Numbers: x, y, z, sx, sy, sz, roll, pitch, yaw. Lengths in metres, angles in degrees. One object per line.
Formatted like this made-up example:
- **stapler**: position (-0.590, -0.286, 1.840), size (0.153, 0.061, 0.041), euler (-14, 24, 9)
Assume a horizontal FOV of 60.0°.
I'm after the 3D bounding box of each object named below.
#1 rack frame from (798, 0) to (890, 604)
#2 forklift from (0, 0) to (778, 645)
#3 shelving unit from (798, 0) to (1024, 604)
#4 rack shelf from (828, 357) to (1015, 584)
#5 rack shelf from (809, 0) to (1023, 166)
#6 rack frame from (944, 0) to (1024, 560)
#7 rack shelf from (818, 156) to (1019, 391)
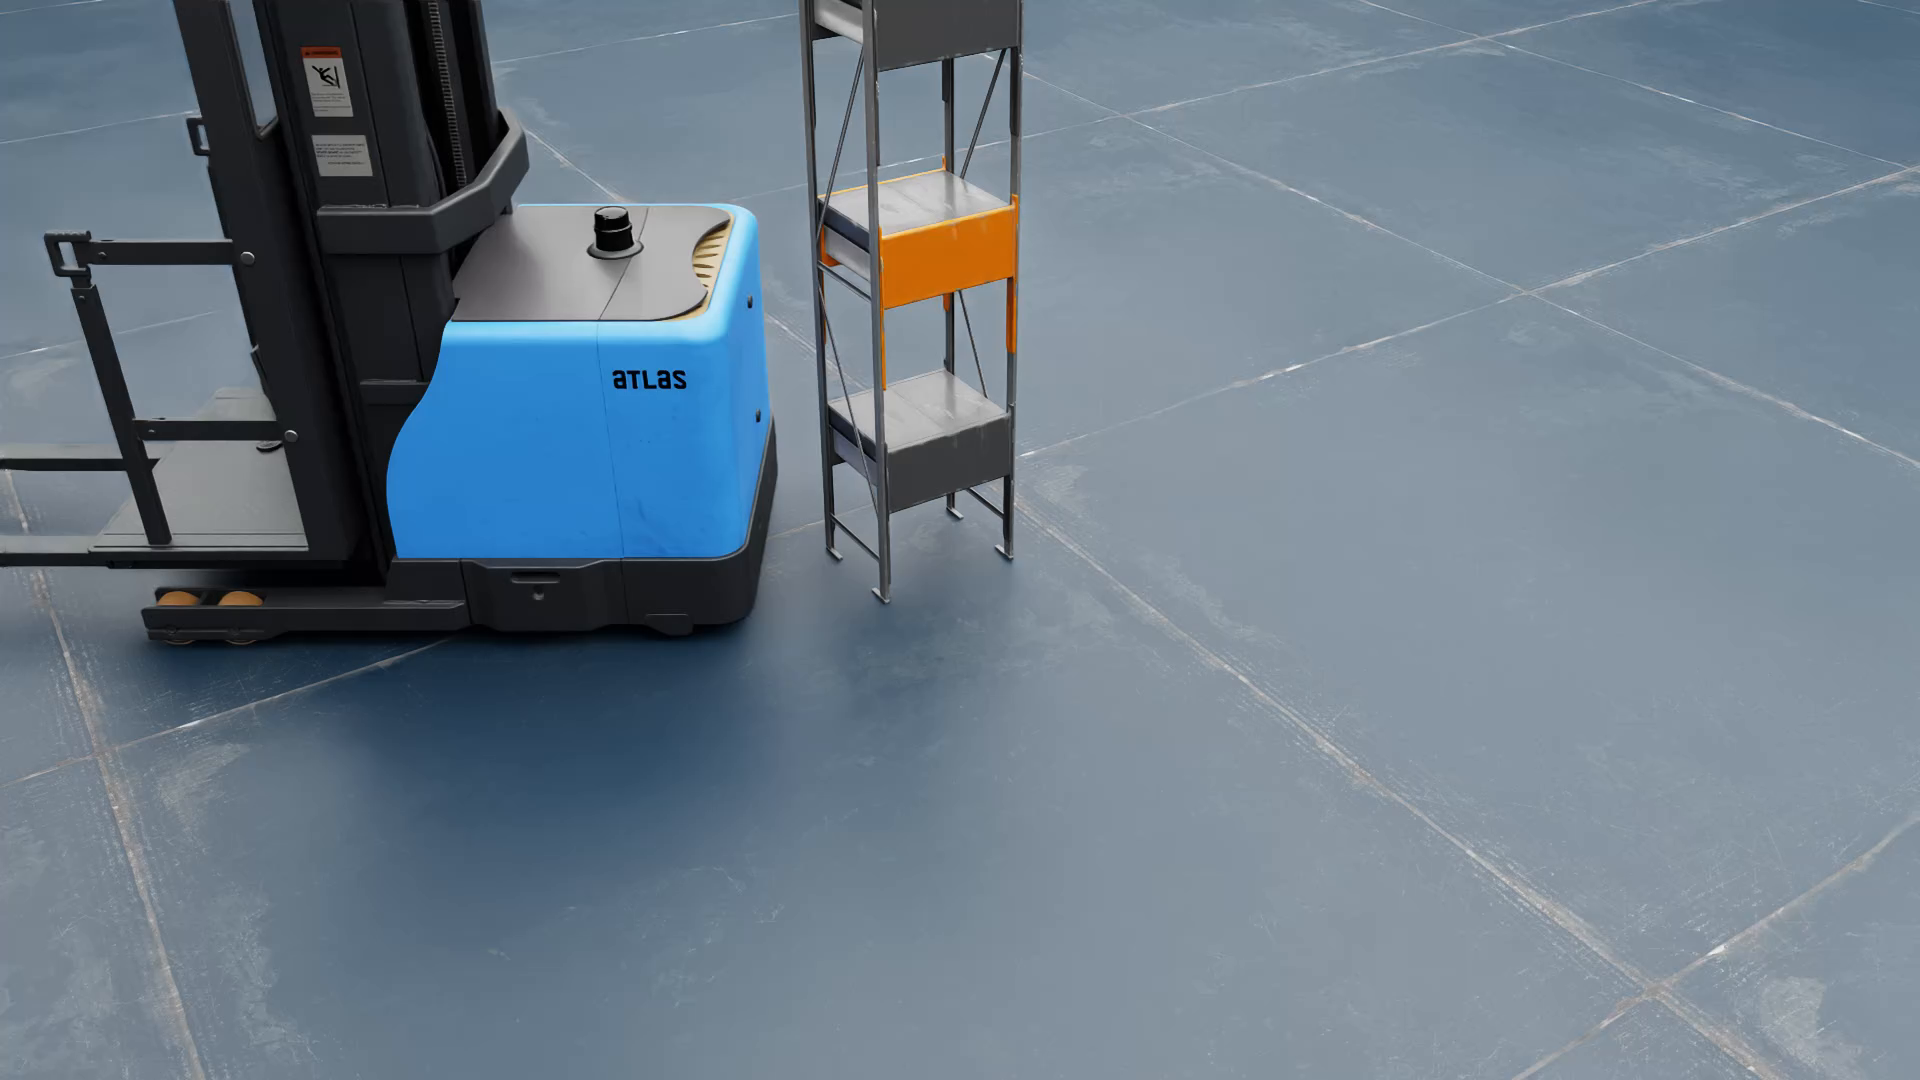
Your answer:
- **rack frame**: position (-0.344, -0.770, 5.002), size (0.015, 2.100, 0.400), euler (-19, 37, -27)
- **forklift**: position (-2.171, -1.193, 4.894), size (3.031, 2.935, 1.130), euler (0, 32, 0)
- **shelving unit**: position (-0.139, -0.840, 5.114), size (0.503, 2.100, 0.431), euler (-19, 37, -27)
- **rack shelf**: position (-0.139, -0.237, 5.495), size (0.480, 0.518, 0.431), euler (-19, 37, -27)
- **rack shelf**: position (-0.139, -1.421, 4.748), size (0.480, 0.518, 0.431), euler (-19, 37, -27)
- **rack frame**: position (0.066, -0.911, 5.226), size (0.015, 2.100, 0.400), euler (-19, 37, -27)
- **rack shelf**: position (-0.139, -0.829, 5.121), size (0.480, 0.518, 0.431), euler (-19, 37, -27)
